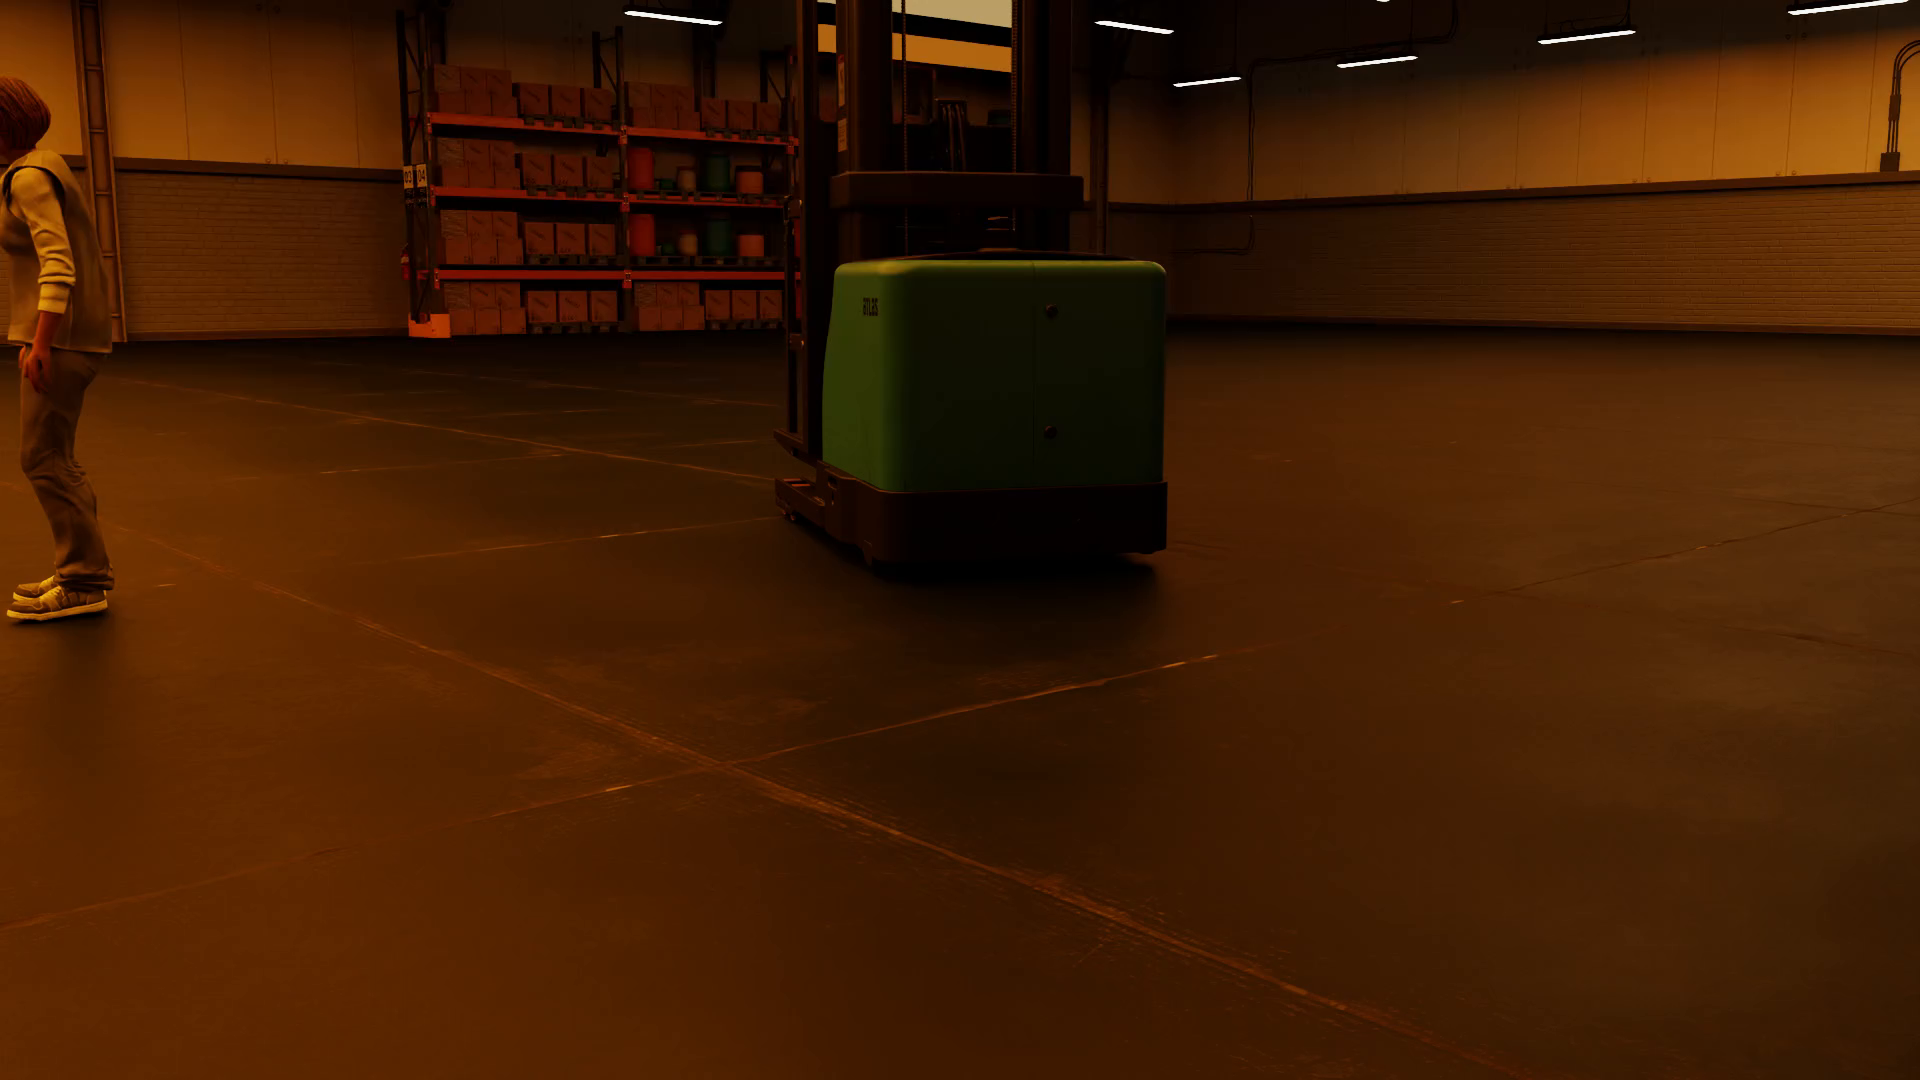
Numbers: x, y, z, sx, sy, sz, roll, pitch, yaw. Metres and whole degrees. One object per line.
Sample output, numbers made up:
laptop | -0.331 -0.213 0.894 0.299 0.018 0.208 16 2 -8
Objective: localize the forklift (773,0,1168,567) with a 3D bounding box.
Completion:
forklift | -0.174 -1.539 6.902 1.130 2.935 3.031 -3 9 -16

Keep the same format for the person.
person | -2.736 -0.567 4.995 0.342 1.593 0.485 -5 10 -29
